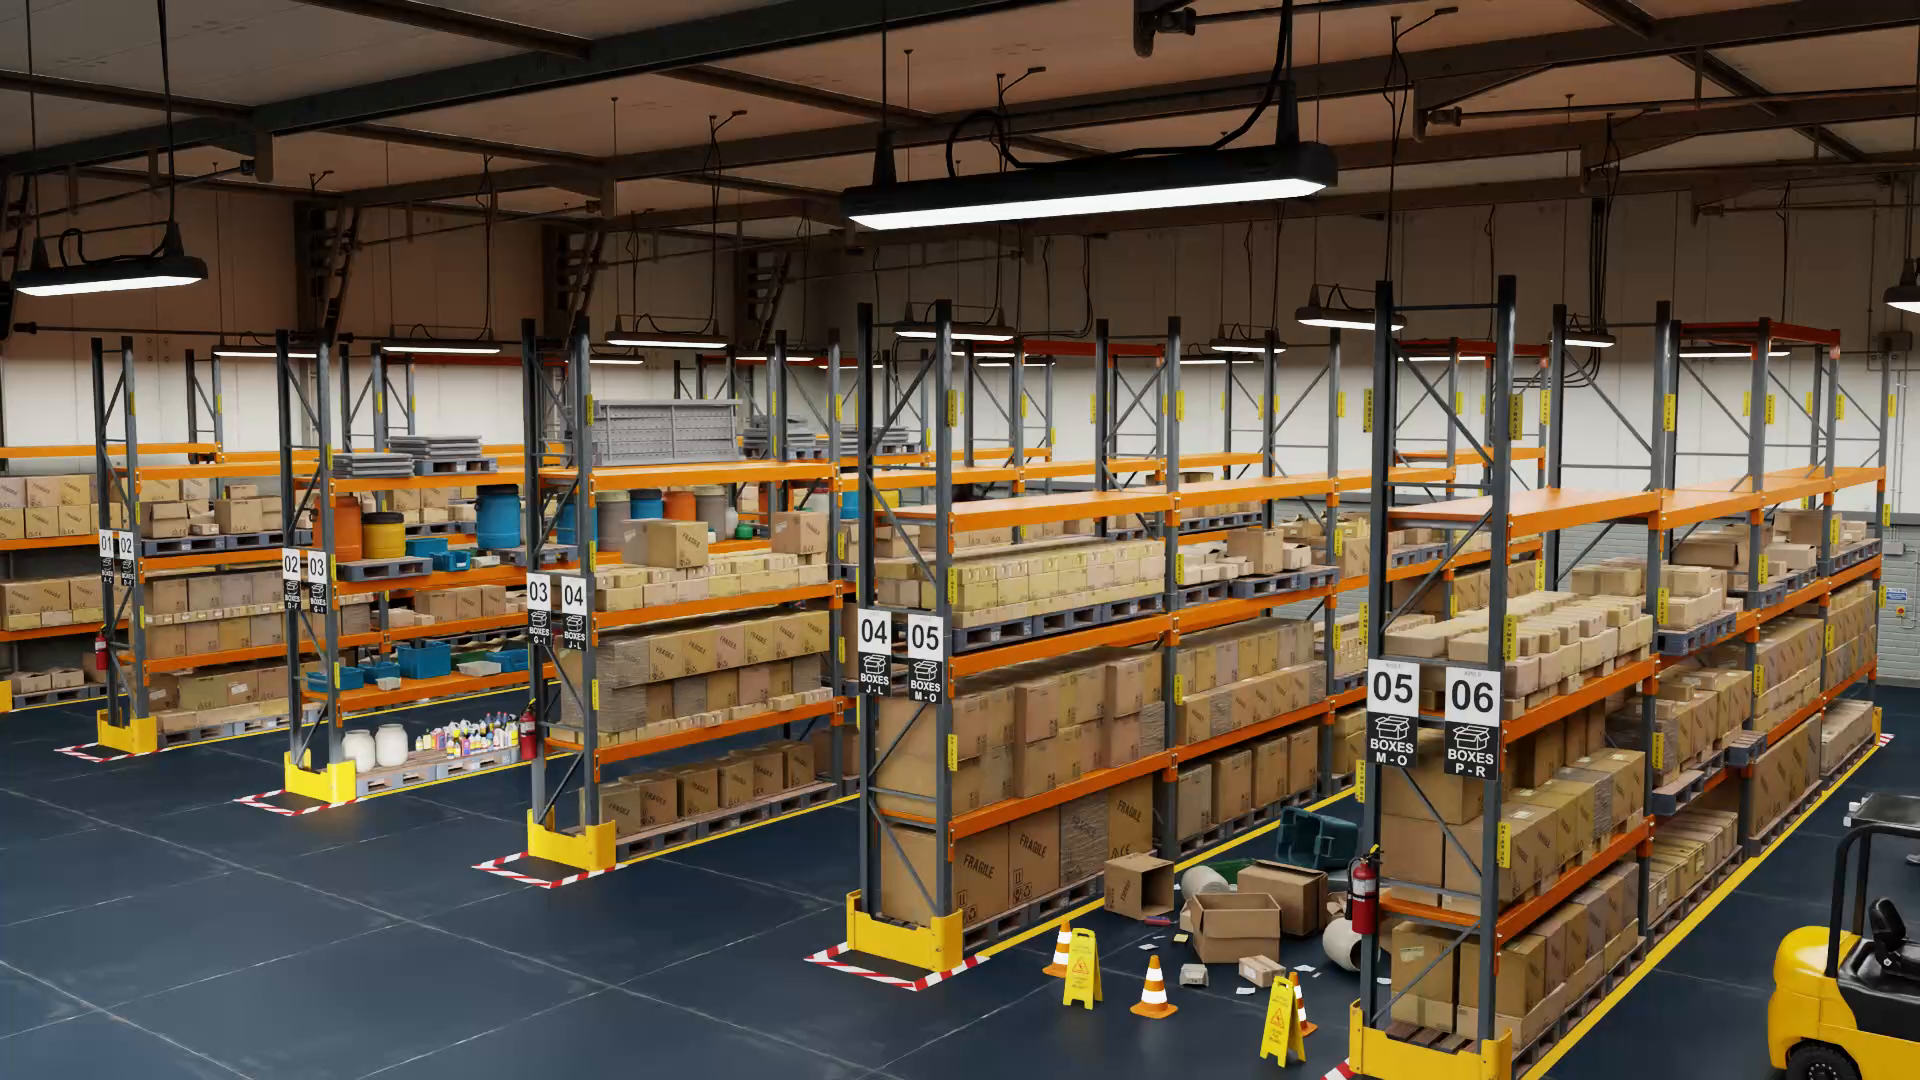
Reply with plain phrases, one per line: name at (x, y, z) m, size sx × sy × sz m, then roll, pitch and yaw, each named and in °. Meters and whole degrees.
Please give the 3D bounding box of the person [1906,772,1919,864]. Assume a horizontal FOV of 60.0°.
person at (10.778, 2.722, 18.287) m, size 0.575 × 1.730 × 0.440 m, roll -2°, pitch 5°, yaw -23°
